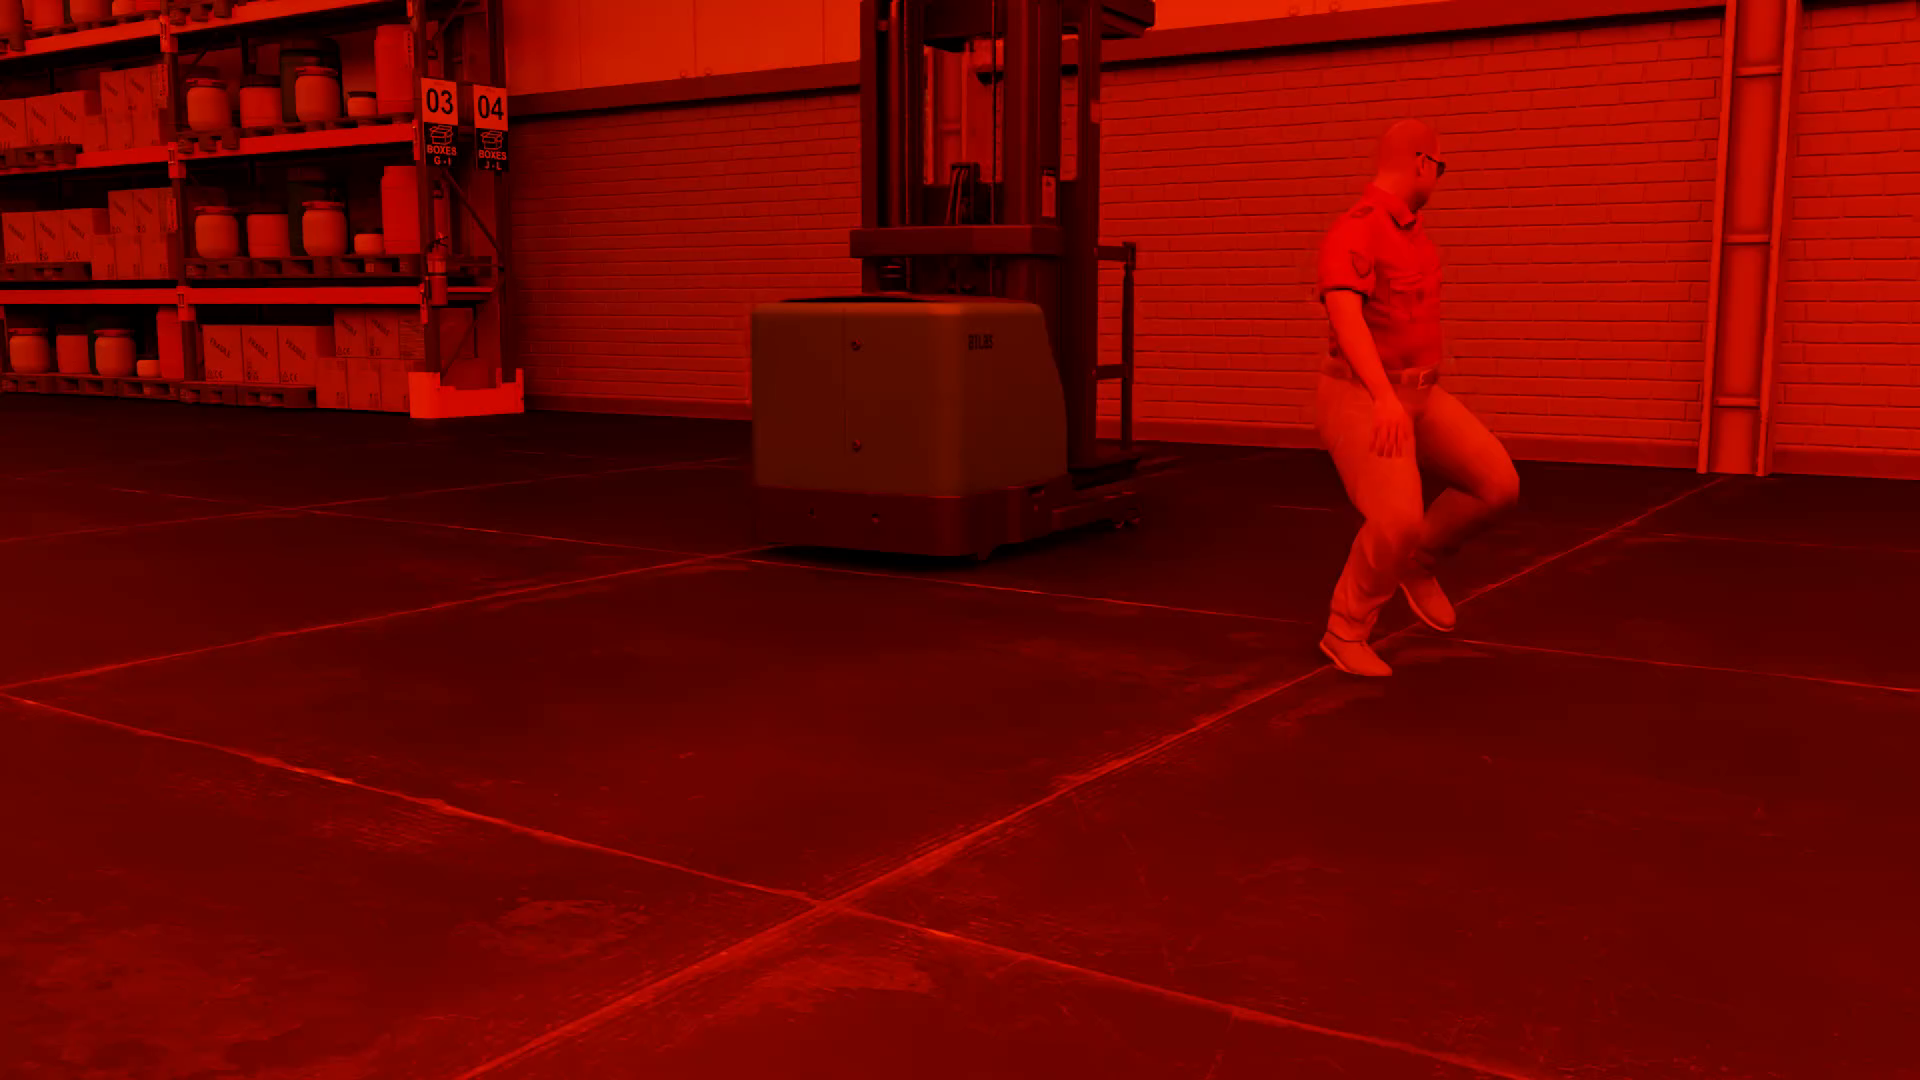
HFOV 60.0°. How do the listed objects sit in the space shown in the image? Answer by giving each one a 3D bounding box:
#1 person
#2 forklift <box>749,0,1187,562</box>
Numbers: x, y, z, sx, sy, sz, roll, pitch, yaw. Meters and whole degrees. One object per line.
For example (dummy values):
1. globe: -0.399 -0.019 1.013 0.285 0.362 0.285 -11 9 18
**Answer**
1. person: 1.329 -0.427 5.003 0.880 1.627 0.546 -7 11 -42
2. forklift: 0.250 -1.531 7.956 1.130 2.935 3.031 4 9 28
